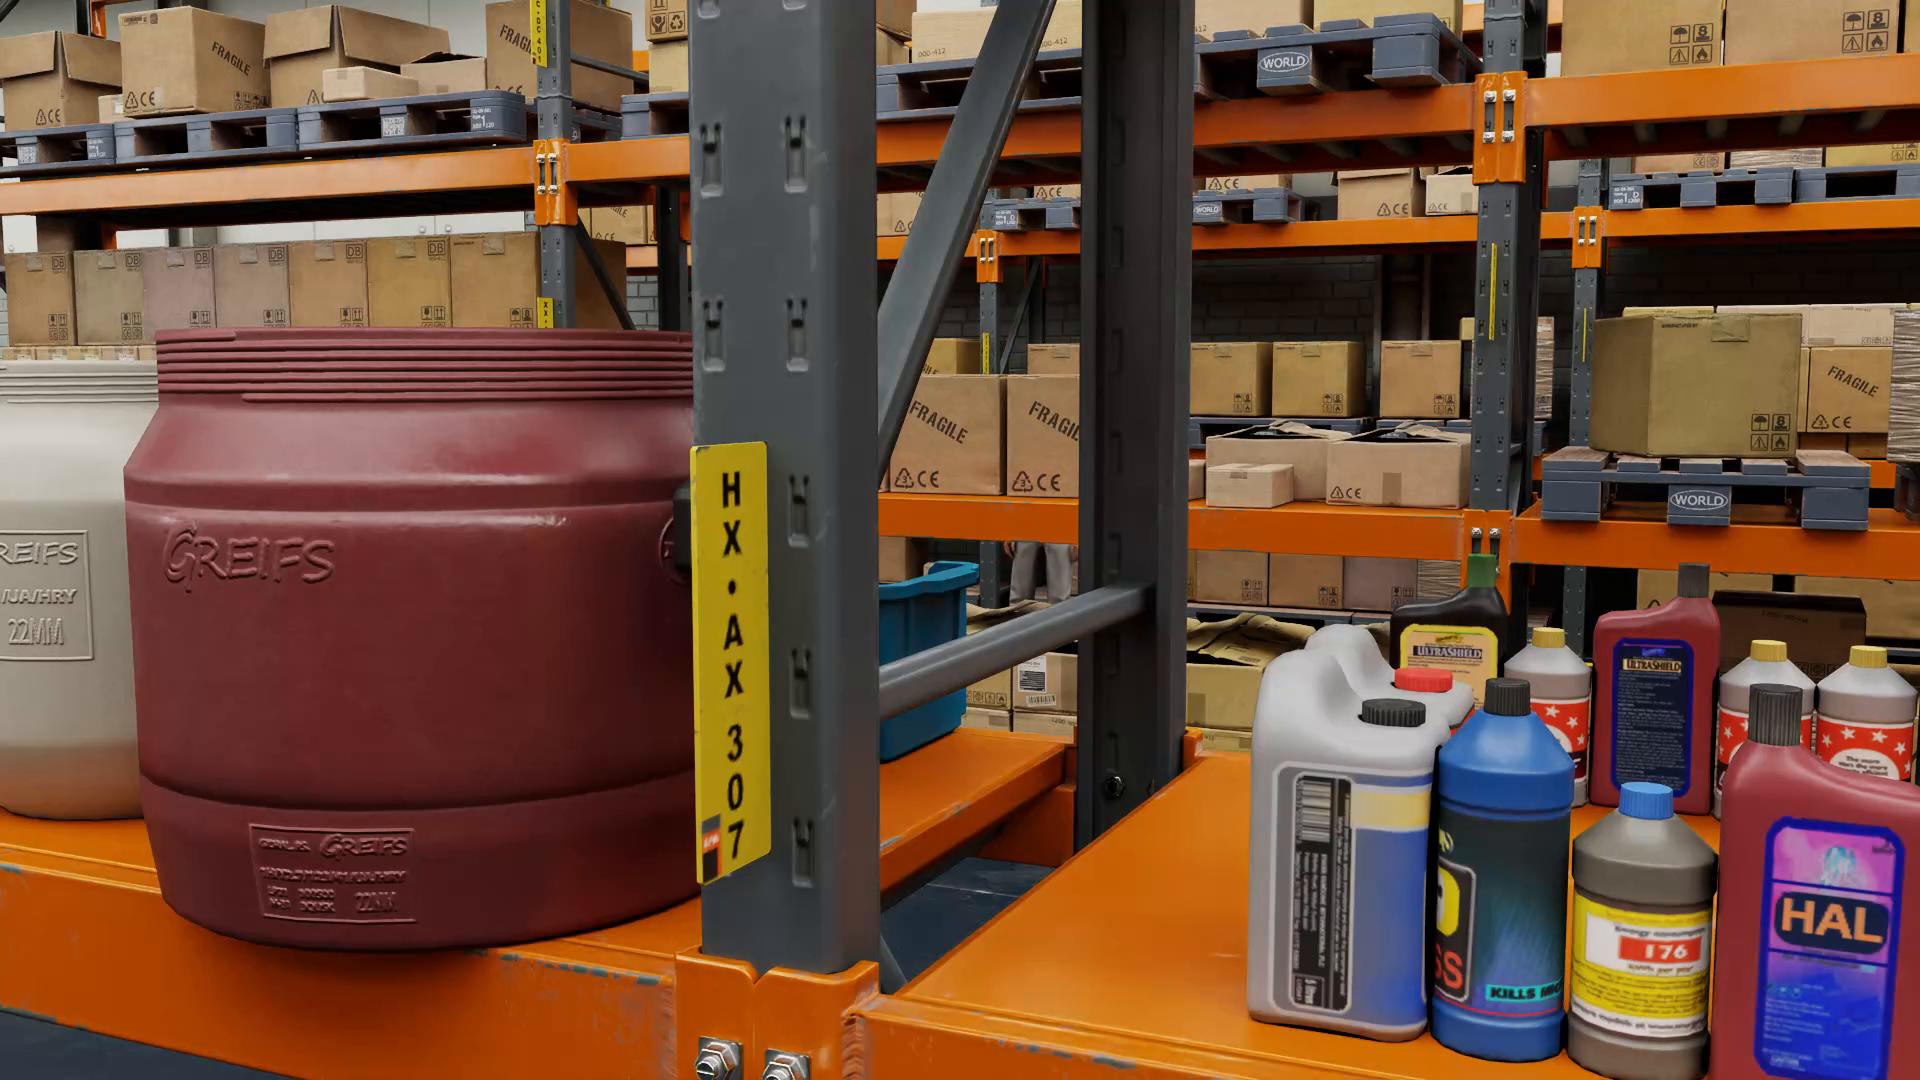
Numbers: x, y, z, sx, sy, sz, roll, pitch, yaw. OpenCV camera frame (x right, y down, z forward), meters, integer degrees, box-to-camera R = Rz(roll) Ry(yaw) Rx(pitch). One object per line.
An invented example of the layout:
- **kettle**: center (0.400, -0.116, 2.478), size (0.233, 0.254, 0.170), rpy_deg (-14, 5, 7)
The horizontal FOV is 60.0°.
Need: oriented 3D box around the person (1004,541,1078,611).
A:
- **person**: center (0.494, -0.004, 9.780), size (0.513, 1.673, 0.353), rpy_deg (2, 6, 21)
